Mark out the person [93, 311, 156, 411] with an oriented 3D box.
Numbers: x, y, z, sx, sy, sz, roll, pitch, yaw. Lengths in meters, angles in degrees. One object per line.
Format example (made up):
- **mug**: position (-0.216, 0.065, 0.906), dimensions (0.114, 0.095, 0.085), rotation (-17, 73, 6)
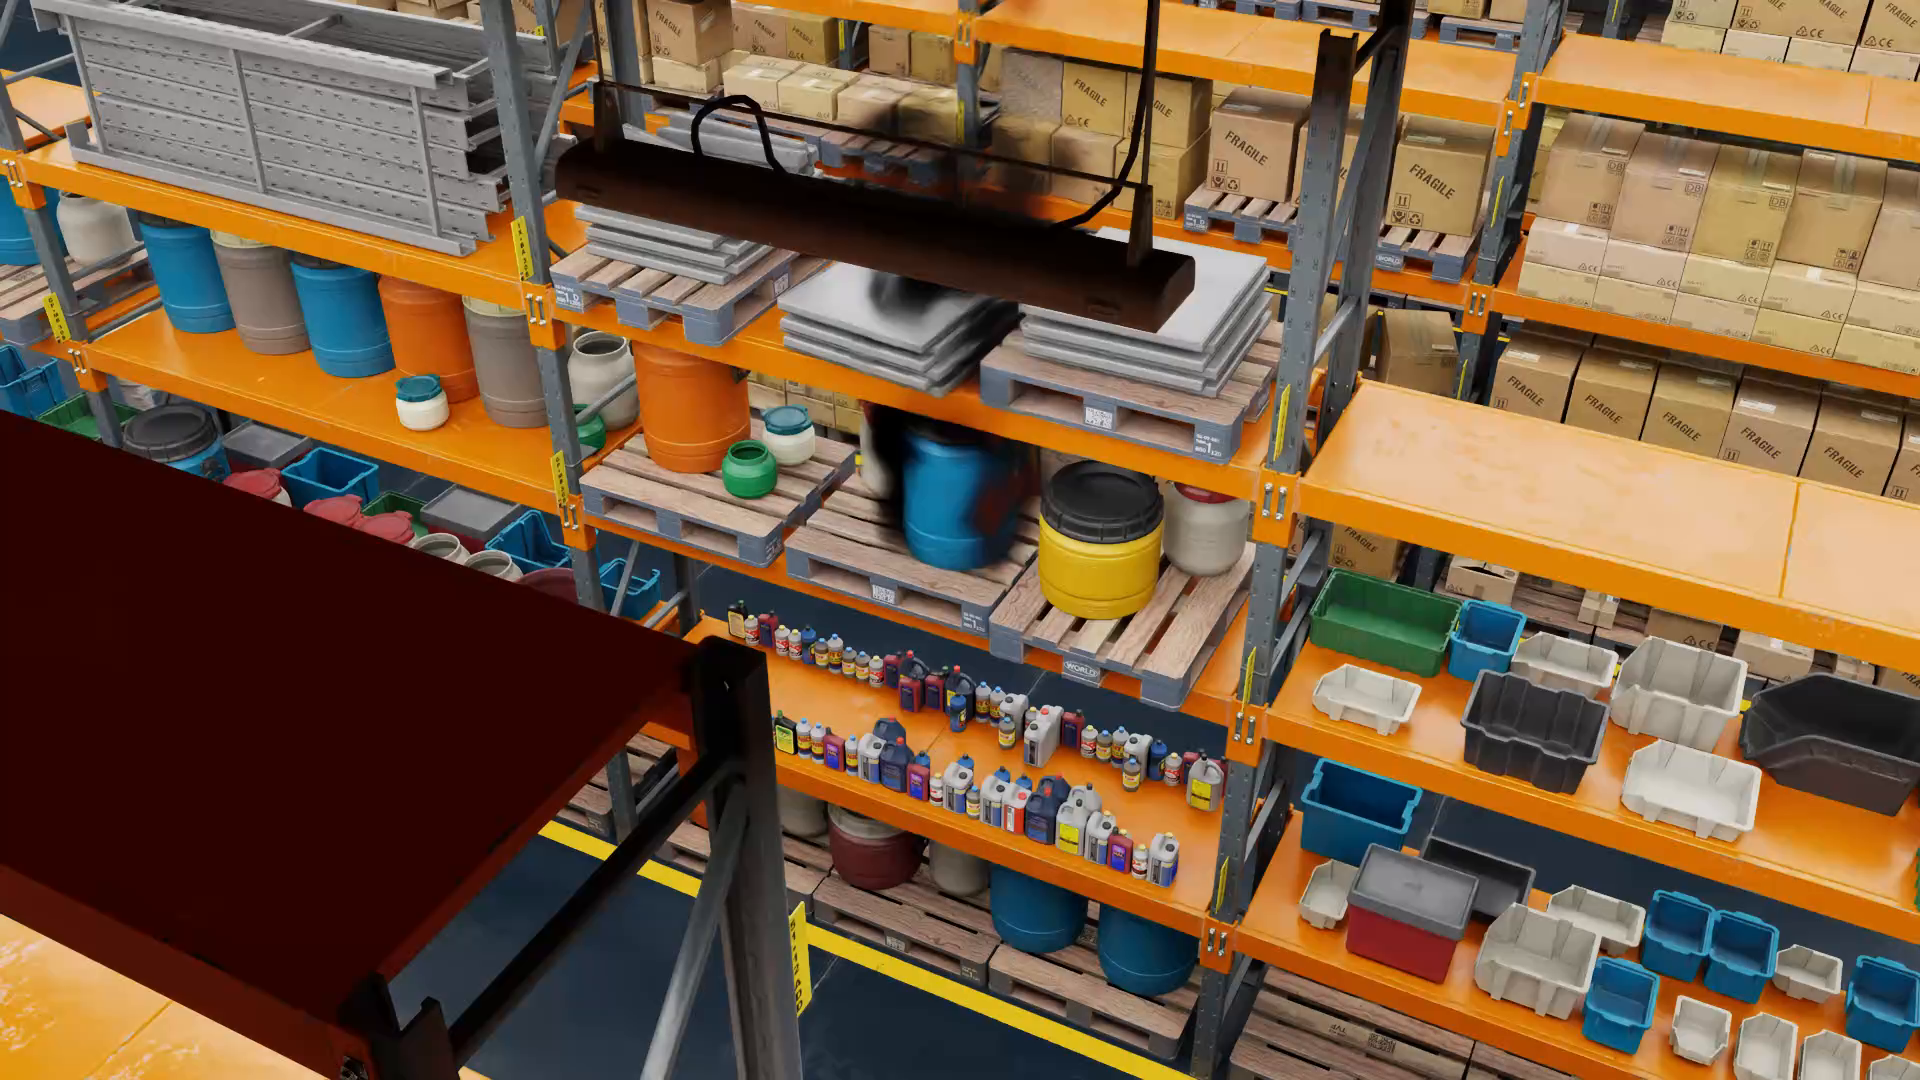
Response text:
- **person**: position (-7.032, -1.371, 14.279), dimensions (0.752, 1.829, 0.644), rotation (15, 38, 20)
